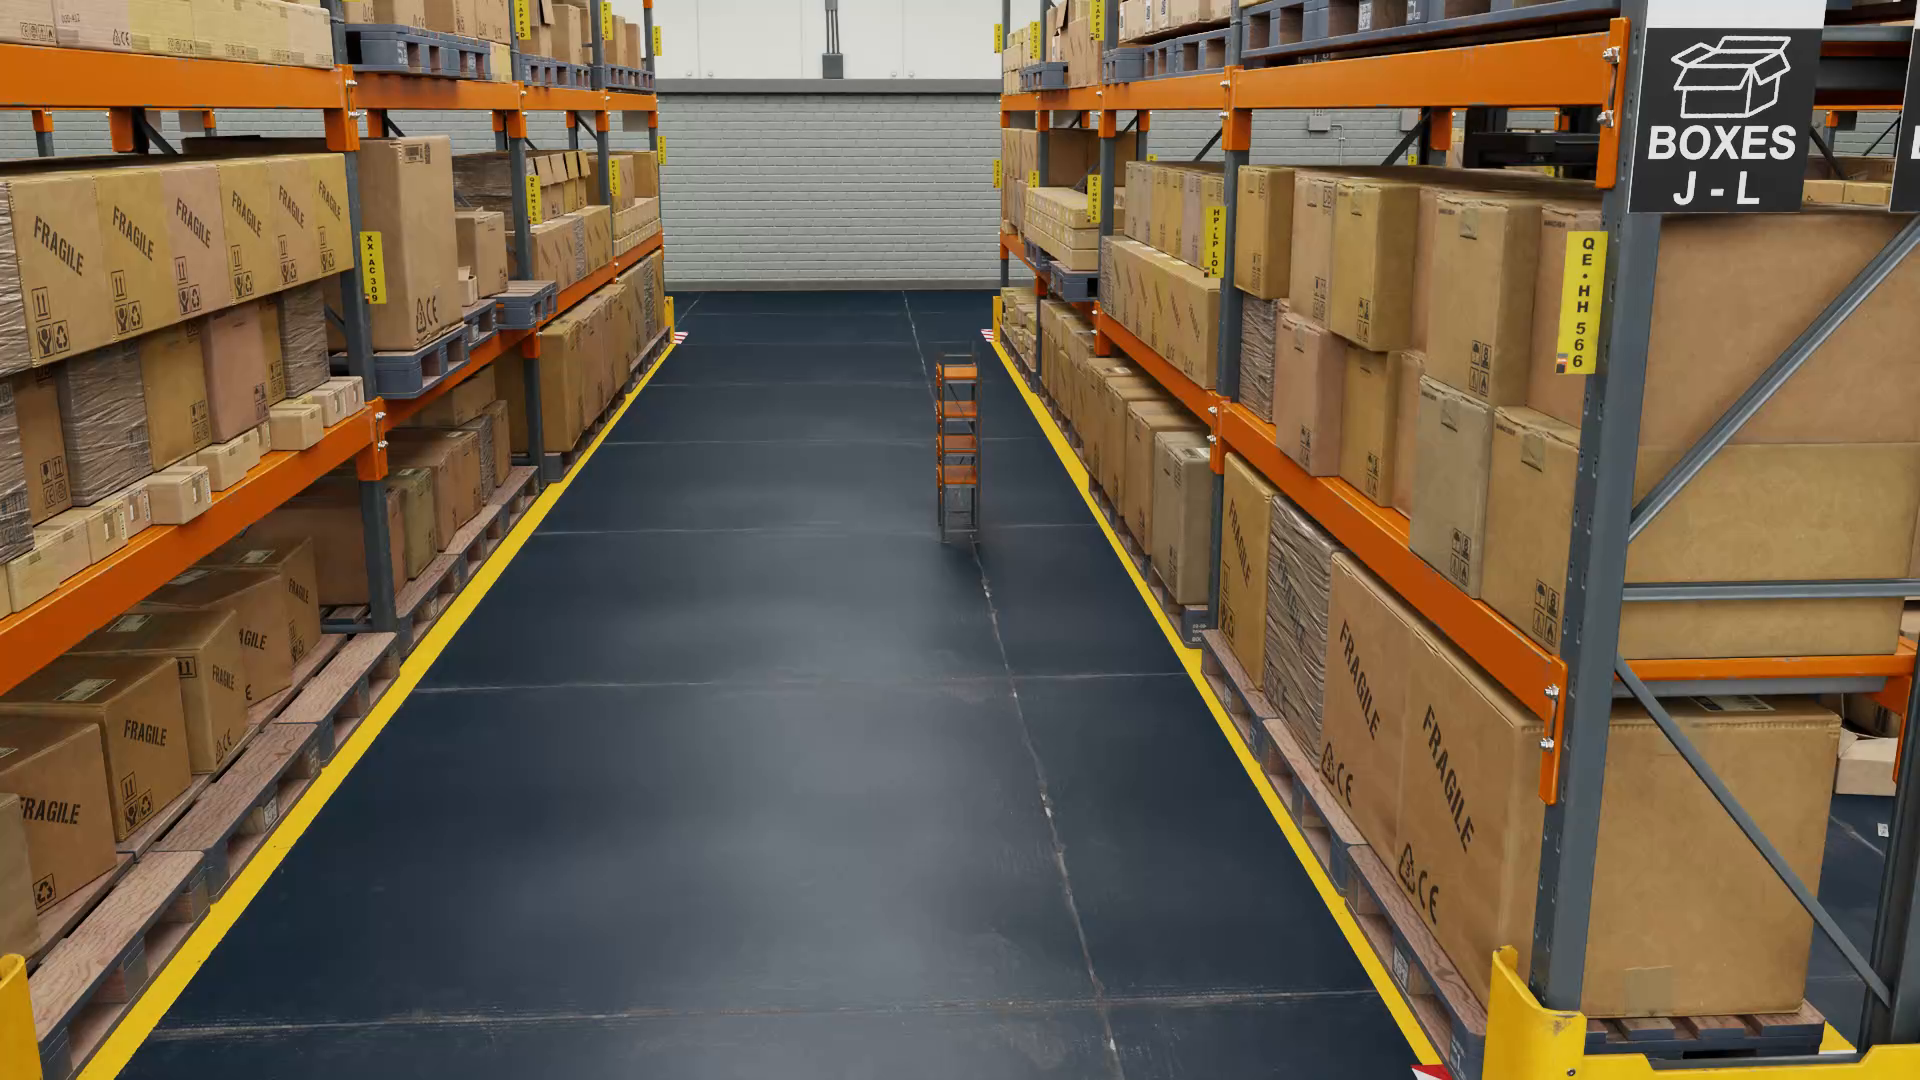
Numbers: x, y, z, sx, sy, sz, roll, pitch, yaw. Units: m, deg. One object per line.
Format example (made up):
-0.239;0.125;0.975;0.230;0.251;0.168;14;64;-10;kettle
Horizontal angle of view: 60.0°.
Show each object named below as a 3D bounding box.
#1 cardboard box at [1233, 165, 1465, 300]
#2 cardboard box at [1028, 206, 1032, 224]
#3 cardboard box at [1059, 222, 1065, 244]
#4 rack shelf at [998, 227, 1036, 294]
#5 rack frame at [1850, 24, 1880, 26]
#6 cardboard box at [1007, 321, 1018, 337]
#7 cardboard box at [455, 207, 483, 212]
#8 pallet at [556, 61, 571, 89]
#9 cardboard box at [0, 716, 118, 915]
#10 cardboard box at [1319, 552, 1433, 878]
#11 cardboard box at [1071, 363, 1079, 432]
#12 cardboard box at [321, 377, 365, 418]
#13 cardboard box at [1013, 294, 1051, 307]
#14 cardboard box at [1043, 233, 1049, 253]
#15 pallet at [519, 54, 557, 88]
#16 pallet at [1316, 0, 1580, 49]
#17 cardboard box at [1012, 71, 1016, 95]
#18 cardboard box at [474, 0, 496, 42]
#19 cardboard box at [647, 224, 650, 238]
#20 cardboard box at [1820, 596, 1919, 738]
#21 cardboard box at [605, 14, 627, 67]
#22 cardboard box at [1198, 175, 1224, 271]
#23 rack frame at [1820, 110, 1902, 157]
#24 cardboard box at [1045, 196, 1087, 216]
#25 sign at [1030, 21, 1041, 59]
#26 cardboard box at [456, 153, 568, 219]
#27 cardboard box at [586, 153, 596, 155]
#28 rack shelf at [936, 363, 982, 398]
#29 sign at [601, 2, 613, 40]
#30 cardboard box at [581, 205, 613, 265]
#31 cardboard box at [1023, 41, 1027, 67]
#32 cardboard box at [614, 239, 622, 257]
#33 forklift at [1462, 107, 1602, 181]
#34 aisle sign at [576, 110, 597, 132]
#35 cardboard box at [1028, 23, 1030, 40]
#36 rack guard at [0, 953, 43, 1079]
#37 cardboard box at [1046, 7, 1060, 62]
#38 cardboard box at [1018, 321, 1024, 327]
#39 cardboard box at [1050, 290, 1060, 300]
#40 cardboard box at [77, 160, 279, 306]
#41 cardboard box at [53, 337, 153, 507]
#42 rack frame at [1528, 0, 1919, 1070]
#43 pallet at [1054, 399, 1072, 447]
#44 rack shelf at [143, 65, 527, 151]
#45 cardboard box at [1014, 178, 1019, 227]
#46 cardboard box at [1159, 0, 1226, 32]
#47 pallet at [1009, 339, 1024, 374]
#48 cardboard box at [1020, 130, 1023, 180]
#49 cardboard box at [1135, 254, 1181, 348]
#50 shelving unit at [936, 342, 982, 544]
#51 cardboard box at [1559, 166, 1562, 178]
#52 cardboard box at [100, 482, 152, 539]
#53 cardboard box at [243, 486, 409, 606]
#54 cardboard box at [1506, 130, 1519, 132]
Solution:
1.714;-1.371;7.367;0.875;0.550;0.550;-1;14;-3;cardboard box
0.813;-2.914;14.895;0.380;0.149;0.250;-1;14;-5;cardboard box
0.956;-2.336;12.650;0.380;0.149;0.250;-1;14;-2;cardboard box
1.106;-3.006;17.635;1.077;0.370;4.000;-1;14;-3;rack shelf
6.412;-4.869;11.393;1.000;3.000;0.127;-1;14;-3;rack frame
0.722;-2.349;18.514;0.380;0.149;0.250;-1;14;-3;cardboard box
-3.406;-1.929;10.961;0.500;0.500;0.500;-3;15;-10;cardboard box
-3.644;-3.610;12.895;1.003;0.211;1.213;0;14;-1;pallet
-3.077;0.882;5.252;0.500;0.500;0.500;3;15;11;cardboard box
1.809;0.566;5.727;0.875;0.875;0.875;-1;14;-4;cardboard box
1.148;-1.144;13.127;0.500;0.500;0.500;0;14;-1;cardboard box
-2.924;-0.646;7.520;0.380;0.149;0.250;-1;14;-3;cardboard box
0.798;-2.636;18.435;0.380;0.149;0.250;-2;15;-6;cardboard box
0.894;-2.447;13.677;0.380;0.149;0.250;-2;15;-6;cardboard box
-3.572;-3.332;11.815;1.213;0.211;1.003;0;14;-1;pallet
1.838;-1.771;5.549;1.003;0.211;1.213;-1;14;-3;pallet
0.828;-4.858;17.668;0.500;0.250;0.500;-1;14;-5;cardboard box
-3.157;-3.312;10.156;0.500;0.500;0.500;-1;14;-4;cardboard box
-3.559;-3.342;17.998;0.380;0.149;0.250;-1;14;-5;cardboard box
4.206;0.539;7.151;0.797;0.637;0.503;-1;14;-3;cardboard box
-3.755;-5.019;16.748;0.700;0.500;0.500;0;14;-1;cardboard box
1.655;-1.652;8.719;0.700;0.500;0.500;-1;14;-4;cardboard box
10.870;-4.031;20.175;1.000;3.000;0.127;-1;14;-3;rack frame
0.897;-2.734;13.598;0.380;0.149;0.250;0;14;-2;cardboard box
0.689;-4.550;15.134;0.100;0.325;0.005;-1;14;-3;sign
-3.594;-2.856;13.394;0.797;0.503;0.637;0;14;-2;cardboard box
-4.145;-3.859;17.703;0.500;0.500;0.500;-1;14;-5;cardboard box
-0.010;-1.003;10.439;0.258;0.148;0.480;-1;14;-3;rack shelf
-3.186;-4.672;14.977;0.100;0.325;0.005;-1;14;-3;sign
-3.425;-2.742;14.964;0.500;0.500;0.500;-1;14;-3;cardboard box
0.890;-4.850;16.633;0.500;0.250;0.500;0;14;-1;cardboard box
-3.413;-2.763;15.749;0.380;0.149;0.250;-1;14;-3;cardboard box
3.908;-1.596;10.849;1.130;2.935;3.031;-2;15;-8;forklift
-4.279;-5.073;19.006;0.394;0.787;0.004;-1;14;-3;aisle sign
0.854;-4.872;15.919;0.380;0.149;0.250;-1;14;-4;cardboard box
-2.988;1.370;4.198;1.175;0.500;0.348;-1;14;-3;rack guard
1.144;-4.466;14.801;0.700;0.500;0.500;-1;14;-3;cardboard box
0.841;-2.426;18.218;0.380;0.149;0.250;-2;15;-6;cardboard box
1.226;-2.772;18.964;0.380;0.149;0.250;-1;14;-2;cardboard box
-2.866;-1.137;6.120;0.500;0.500;0.500;-1;14;-3;cardboard box
-3.129;-0.399;5.259;0.875;0.500;0.500;-1;14;-3;cardboard box
1.970;0.127;4.013;0.949;2.616;0.053;-1;14;-3;rack frame
1.358;-1.009;14.025;1.003;0.211;1.213;-1;14;-3;pallet
-3.355;-2.418;9.328;1.077;0.370;4.000;-1;14;-3;rack shelf
0.848;-3.547;17.496;0.500;0.500;0.500;-1;14;-5;cardboard box
1.397;-2.962;9.133;0.500;0.311;0.500;-1;14;-5;cardboard box
1.074;-1.978;17.789;1.003;0.211;1.213;-1;14;-3;pallet
0.876;-3.903;16.871;0.500;0.500;0.500;-1;14;-2;cardboard box
1.330;-1.419;9.823;0.500;0.500;0.500;-1;14;-4;cardboard box
-0.010;-0.622;10.537;0.258;1.200;0.503;-1;14;-3;shelving unit
5.904;-3.378;15.427;0.500;0.500;0.500;-1;14;-3;cardboard box
-2.847;-0.085;5.342;0.380;0.149;0.250;-1;14;-3;cardboard box
-3.248;0.028;8.531;0.700;0.500;0.500;-2;15;-8;cardboard box
5.829;-4.131;17.054;0.380;0.149;0.250;-1;14;-4;cardboard box
